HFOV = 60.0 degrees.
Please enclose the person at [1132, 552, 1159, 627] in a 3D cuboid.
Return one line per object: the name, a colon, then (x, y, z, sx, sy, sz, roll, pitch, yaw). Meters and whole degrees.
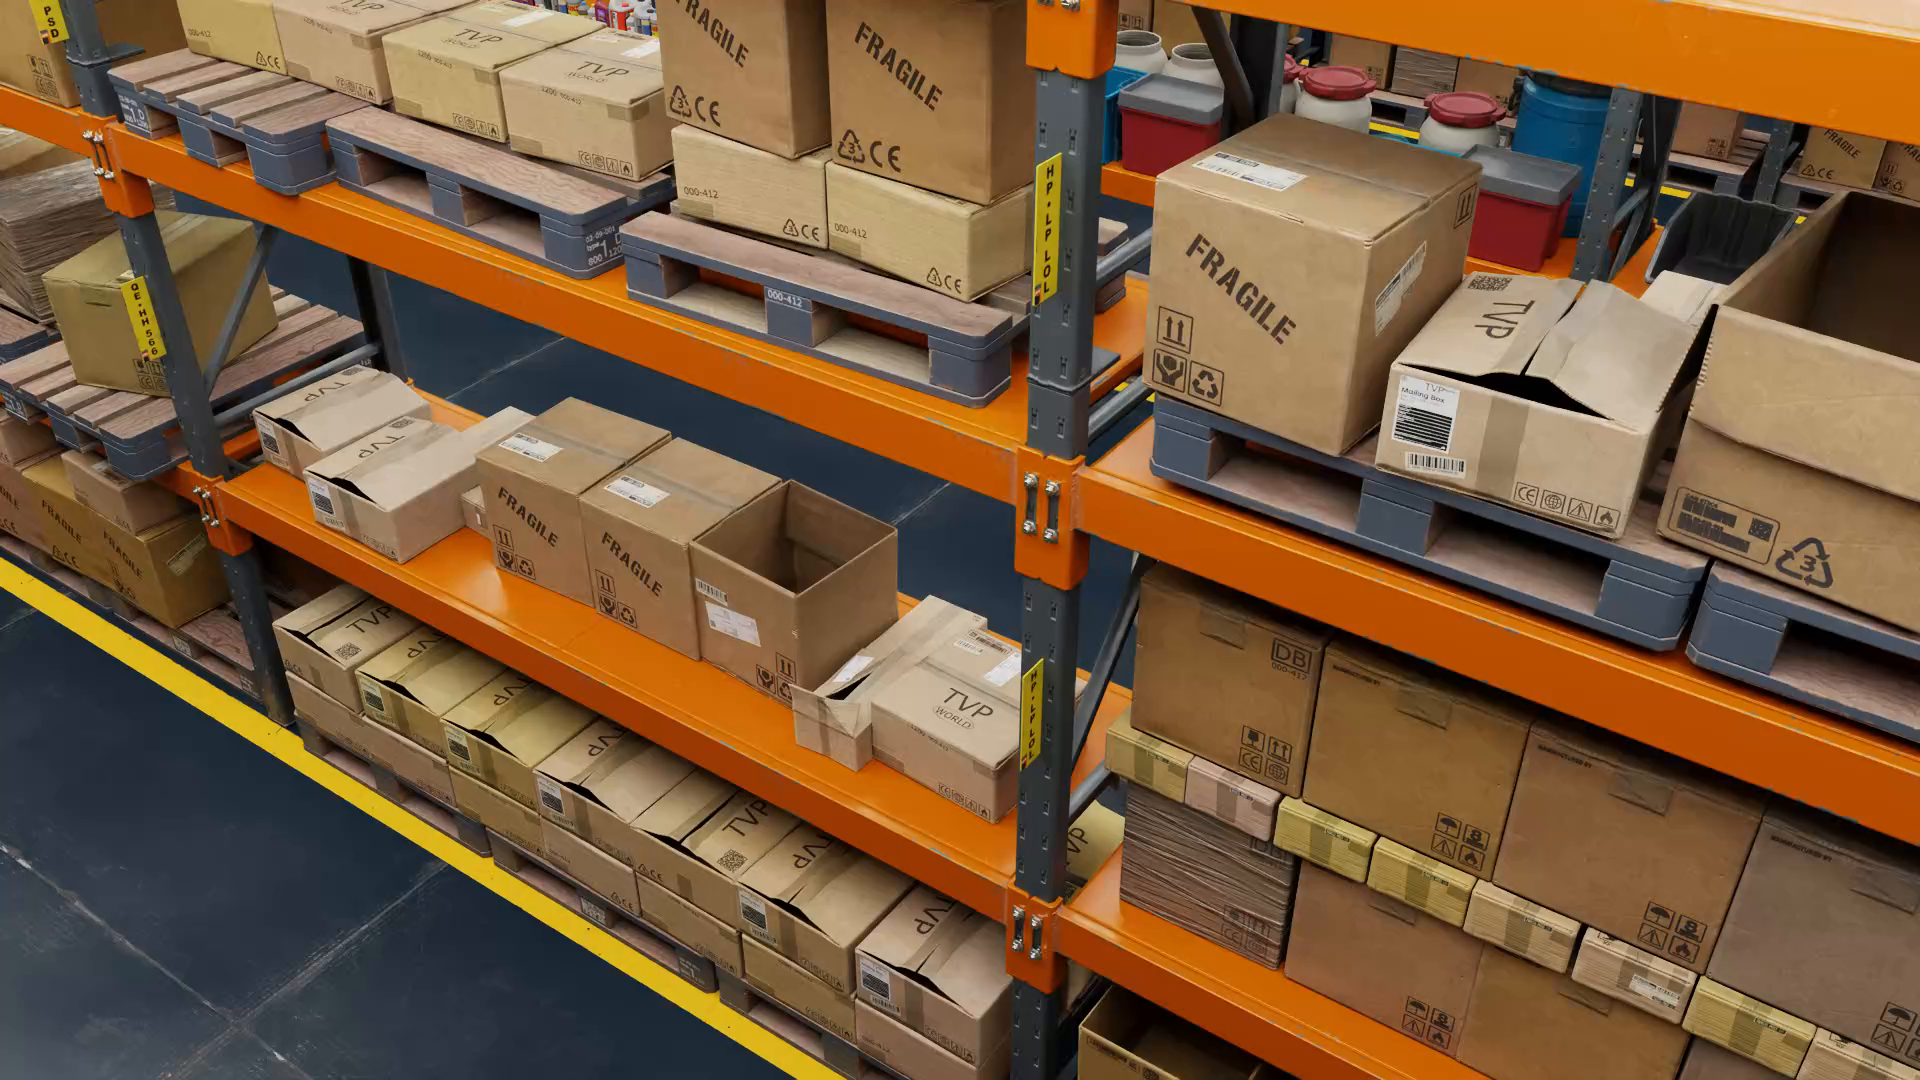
person: (0.921, 0.292, 6.702, 0.462, 1.759, 0.632, 19, 39, 25)
